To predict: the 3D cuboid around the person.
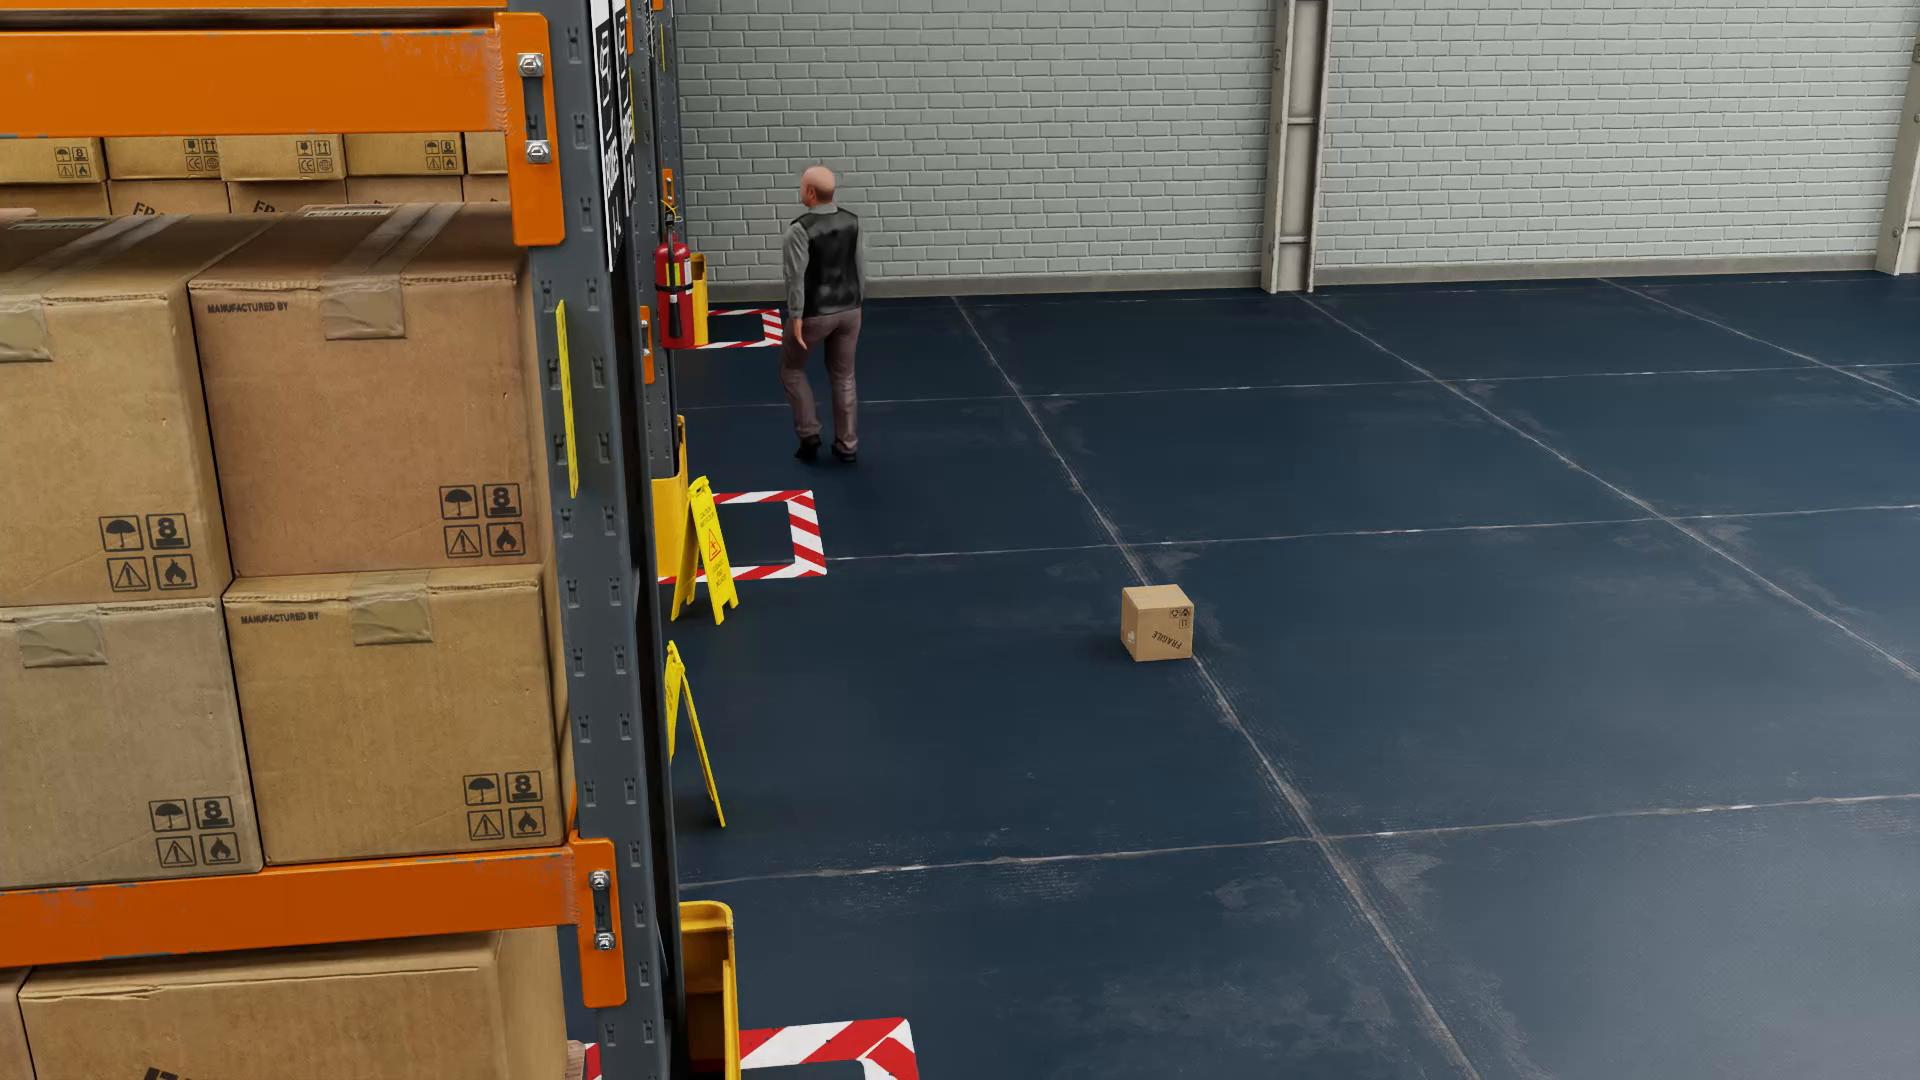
[{"bbox_3d":[-0.800,-1.279,9.674,0.573,1.776,0.518,-11,23,-28],"label":"person"}]
